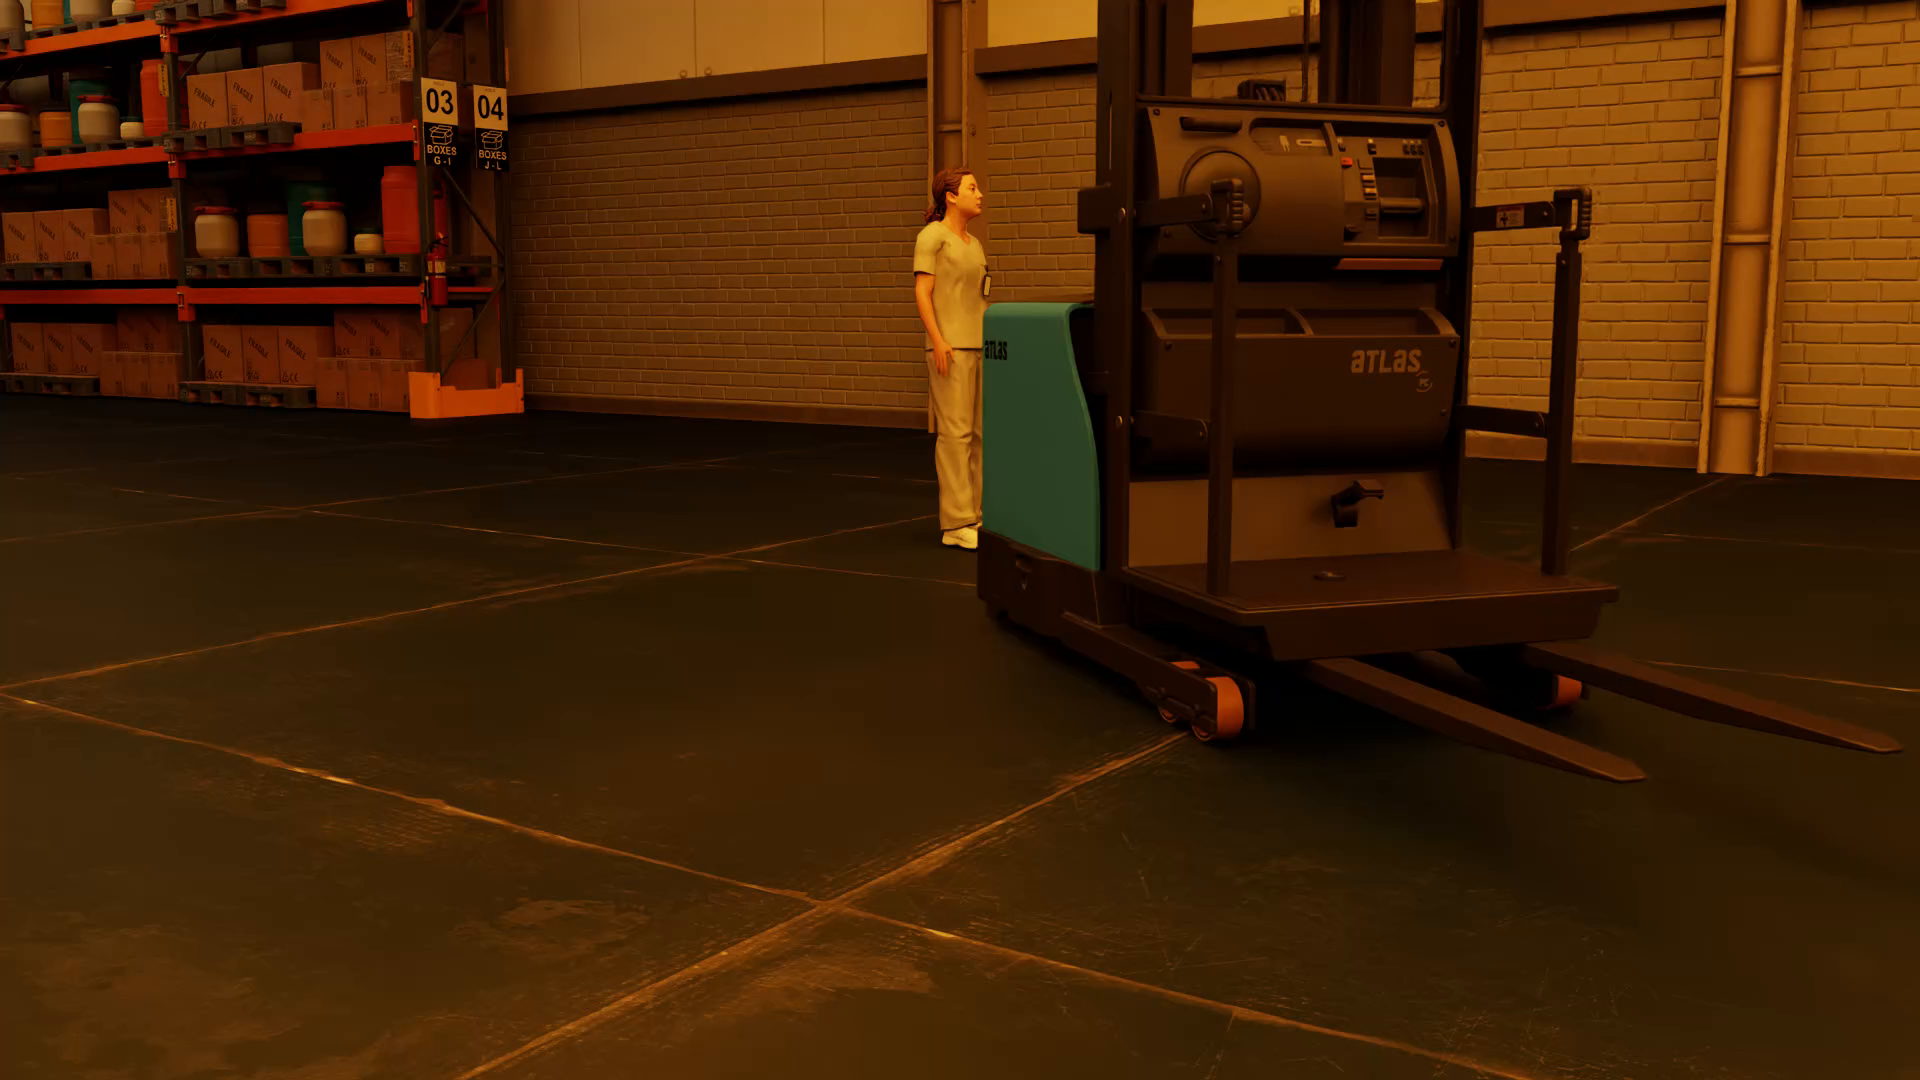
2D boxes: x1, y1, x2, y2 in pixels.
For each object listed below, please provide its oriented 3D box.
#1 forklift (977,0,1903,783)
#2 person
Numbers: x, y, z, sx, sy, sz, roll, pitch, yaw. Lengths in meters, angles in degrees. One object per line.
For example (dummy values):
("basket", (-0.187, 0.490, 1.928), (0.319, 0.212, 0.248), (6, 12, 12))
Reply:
("forklift", (1.016, -1.016, 4.337), (1.130, 2.935, 3.031), (-3, 9, -19))
("person", (0.054, -0.830, 7.432), (0.548, 1.673, 0.549), (5, 10, 34))
